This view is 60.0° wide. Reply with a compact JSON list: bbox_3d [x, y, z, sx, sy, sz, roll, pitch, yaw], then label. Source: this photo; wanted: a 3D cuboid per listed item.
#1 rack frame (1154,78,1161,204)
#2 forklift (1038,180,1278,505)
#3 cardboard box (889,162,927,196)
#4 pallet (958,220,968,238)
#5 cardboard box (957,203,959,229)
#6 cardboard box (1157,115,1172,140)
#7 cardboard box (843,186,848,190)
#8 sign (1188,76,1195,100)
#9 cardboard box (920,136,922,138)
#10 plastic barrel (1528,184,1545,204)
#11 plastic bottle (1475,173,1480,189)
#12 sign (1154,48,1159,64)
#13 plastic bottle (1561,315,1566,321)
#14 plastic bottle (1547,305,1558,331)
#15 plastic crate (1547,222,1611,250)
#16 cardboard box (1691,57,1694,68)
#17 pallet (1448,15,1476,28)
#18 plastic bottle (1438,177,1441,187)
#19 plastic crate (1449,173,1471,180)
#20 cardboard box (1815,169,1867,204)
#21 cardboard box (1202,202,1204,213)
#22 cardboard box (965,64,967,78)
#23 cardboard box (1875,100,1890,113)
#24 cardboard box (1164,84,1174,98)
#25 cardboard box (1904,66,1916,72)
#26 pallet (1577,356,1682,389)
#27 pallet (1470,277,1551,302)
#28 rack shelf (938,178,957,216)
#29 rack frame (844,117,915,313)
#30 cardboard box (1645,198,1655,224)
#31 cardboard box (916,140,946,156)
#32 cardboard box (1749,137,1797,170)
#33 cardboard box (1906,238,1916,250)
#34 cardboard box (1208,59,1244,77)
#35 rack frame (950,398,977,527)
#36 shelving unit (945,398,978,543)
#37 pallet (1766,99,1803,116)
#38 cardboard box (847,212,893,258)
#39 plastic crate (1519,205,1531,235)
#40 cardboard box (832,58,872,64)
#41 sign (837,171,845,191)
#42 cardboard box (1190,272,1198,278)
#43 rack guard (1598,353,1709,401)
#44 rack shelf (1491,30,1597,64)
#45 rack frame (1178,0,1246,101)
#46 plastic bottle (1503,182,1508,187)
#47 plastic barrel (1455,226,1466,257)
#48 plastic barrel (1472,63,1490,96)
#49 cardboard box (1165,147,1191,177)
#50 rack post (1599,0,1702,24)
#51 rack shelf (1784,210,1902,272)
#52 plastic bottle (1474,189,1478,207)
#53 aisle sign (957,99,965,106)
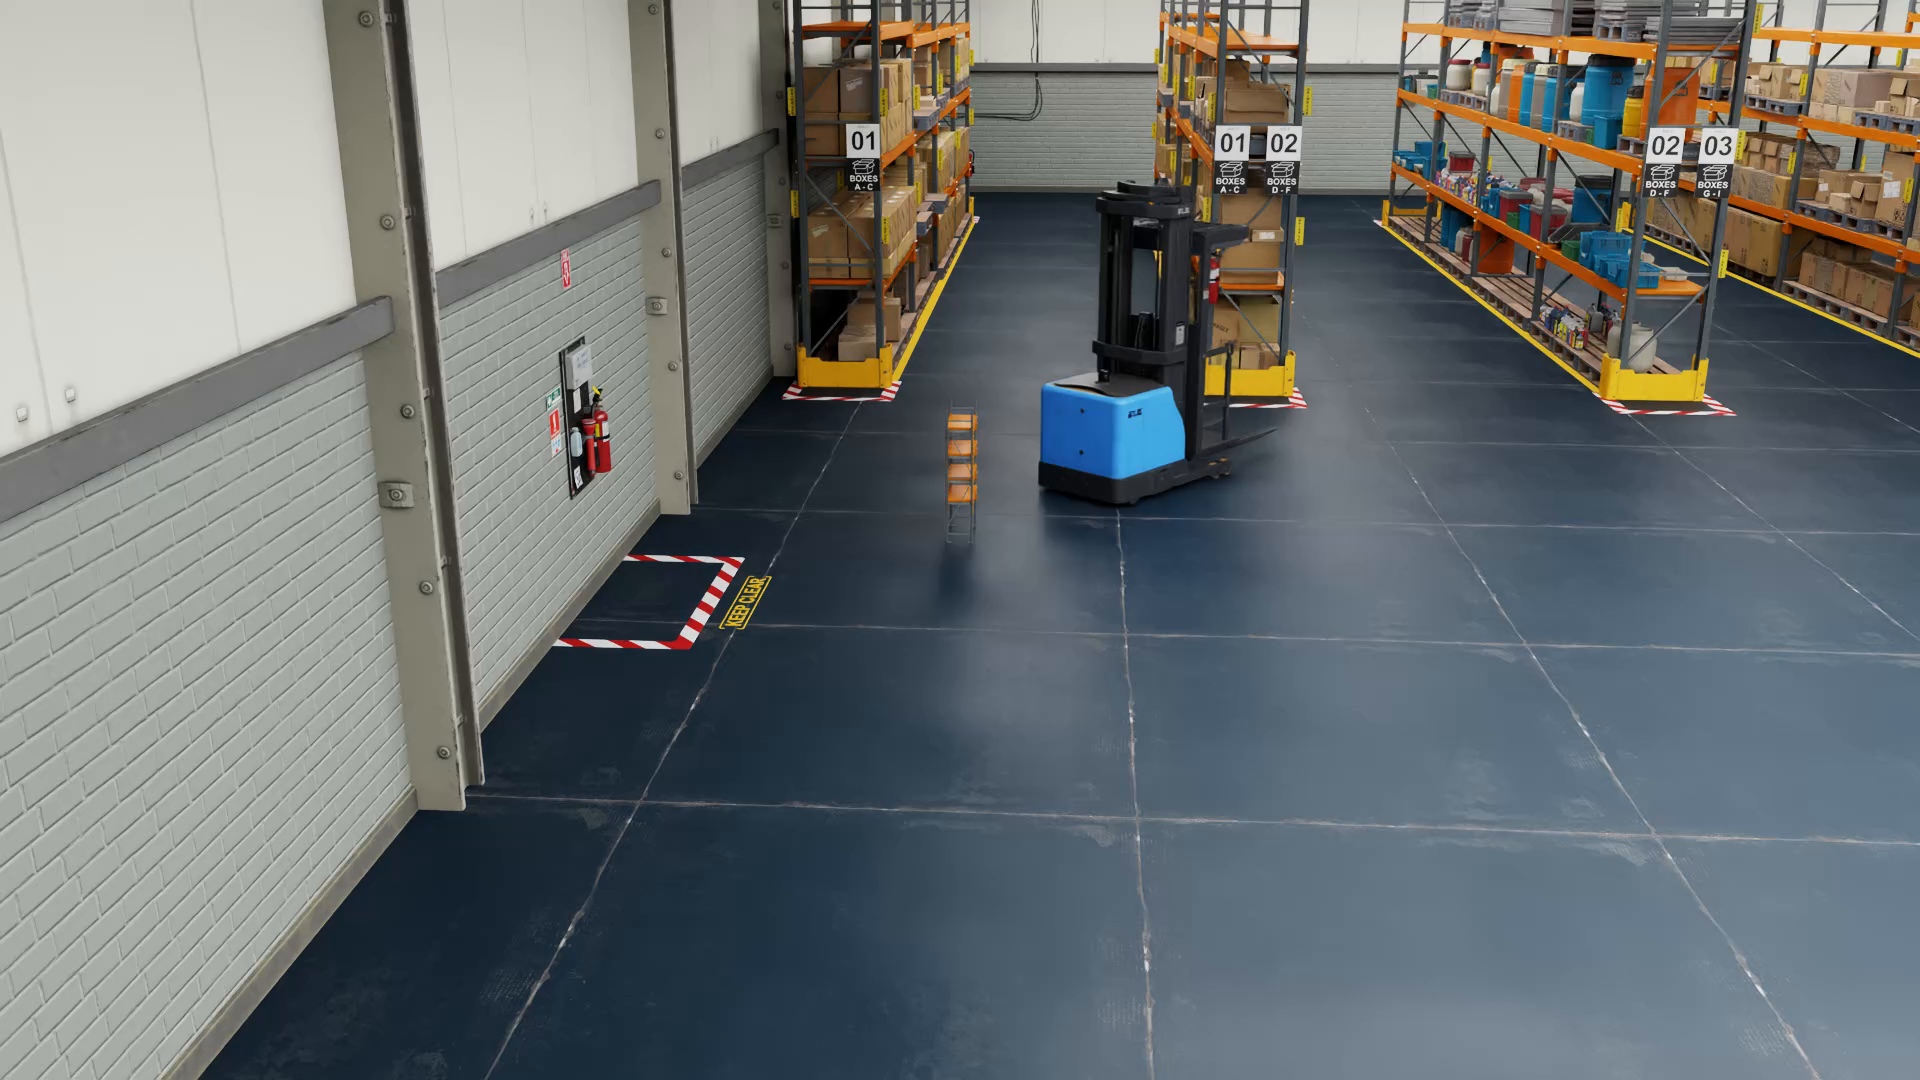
[{"bbox_3d":[4.640,-8.217,35.183,1.000,3.000,0.127,1,18,4],"label":"rack frame"},{"bbox_3d":[2.144,-2.110,16.656,1.130,2.935,3.031,16,24,40],"label":"forklift"},{"bbox_3d":[-0.898,-5.952,27.404,0.700,0.500,0.500,-1,18,-3],"label":"cardboard box"},{"bbox_3d":[-0.370,-6.373,34.035,1.003,0.211,1.213,1,18,4],"label":"pallet"},{"bbox_3d":[-0.392,-6.482,33.227,0.700,0.500,0.500,1,18,3],"label":"cardboard box"},{"bbox_3d":[4.316,-8.445,34.113,0.500,0.500,0.500,1,18,4],"label":"cardboard box"},{"bbox_3d":[-1.403,-4.753,23.615,0.500,0.500,0.500,1,18,3],"label":"cardboard box"},{"bbox_3d":[3.238,-6.320,23.240,0.100,0.325,0.005,1,18,4],"label":"sign"},{"bbox_3d":[-0.942,-7.183,30.154,0.500,0.250,0.500,1,18,2],"label":"cardboard box"},{"bbox_3d":[9.147,-5.350,26.253,0.421,0.512,0.421,0,18,0],"label":"plastic barrel"},{"bbox_3d":[9.398,-6.493,30.000,0.144,0.351,0.185,1,18,4],"label":"plastic bottle"},{"bbox_3d":[4.099,-10.070,34.617,0.100,0.325,0.005,1,18,4],"label":"sign"},{"bbox_3d":[8.262,-2.944,22.767,0.097,0.271,0.097,0,18,0],"label":"plastic bottle"},{"bbox_3d":[8.249,-3.087,23.075,0.144,0.351,0.185,2,18,5],"label":"plastic bottle"},{"bbox_3d":[8.556,-4.189,22.990,0.767,0.338,0.504,1,18,4],"label":"plastic crate"},{"bbox_3d":[14.453,-9.043,31.891,0.700,0.500,0.500,2,18,6],"label":"cardboard box"},{"bbox_3d":[9.265,-9.176,29.422,1.003,0.211,1.213,1,18,4],"label":"pallet"},{"bbox_3d":[8.843,-6.587,30.526,0.097,0.201,0.097,0,18,0],"label":"plastic bottle"},{"bbox_3d":[9.470,-6.908,31.514,0.396,0.136,0.243,1,18,4],"label":"plastic crate"},{"bbox_3d":[13.949,-5.589,26.327,0.500,0.500,0.500,-1,18,-3],"label":"cardboard box"},{"bbox_3d":[3.516,-4.527,22.720,0.380,0.149,0.250,1,18,3],"label":"cardboard box"},{"bbox_3d":[-0.125,-9.533,33.787,0.500,0.250,0.500,1,18,2],"label":"cardboard box"},{"bbox_3d":[13.695,-6.366,24.419,0.380,0.166,0.250,1,18,2],"label":"cardboard box"},{"bbox_3d":[4.123,-8.486,31.427,0.500,0.250,0.500,1,18,4],"label":"cardboard box"},{"bbox_3d":[19.170,-9.311,33.142,0.500,0.250,0.500,2,18,5],"label":"cardboard box"},{"bbox_3d":[8.456,-2.088,20.956,1.003,0.211,1.213,1,18,4],"label":"pallet"},{"bbox_3d":[8.913,-4.056,26.962,1.003,0.211,1.213,1,18,4],"label":"pallet"},{"bbox_3d":[-0.731,-6.121,29.942,1.077,0.370,4.000,1,18,4],"label":"rack shelf"},{"bbox_3d":[-1.161,-4.600,24.143,1.000,3.000,0.127,1,18,4],"label":"rack frame"},{"bbox_3d":[14.555,-6.984,34.158,0.875,0.875,0.875,1,18,4],"label":"cardboard box"},{"bbox_3d":[-0.515,-6.854,29.149,0.500,0.250,0.500,1,18,4],"label":"cardboard box"},{"bbox_3d":[14.107,-6.672,28.696,0.797,0.503,0.637,2,18,6],"label":"cardboard box"},{"bbox_3d":[13.345,-4.088,22.987,0.380,0.149,0.250,1,18,4],"label":"cardboard box"},{"bbox_3d":[3.882,-6.768,24.307,0.500,0.500,0.500,3,18,9],"label":"cardboard box"},{"bbox_3d":[0.029,-0.697,15.124,0.240,1.200,0.015,1,18,4],"label":"rack frame"},{"bbox_3d":[0.012,-0.622,14.893,0.258,1.200,0.503,1,18,4],"label":"shelving unit"},{"bbox_3d":[13.941,-7.047,27.098,1.213,0.211,1.003,2,18,6],"label":"pallet"},{"bbox_3d":[-1.114,-3.793,20.687,0.500,0.500,0.500,1,18,4],"label":"cardboard box"},{"bbox_3d":[8.489,-4.720,24.537,0.392,0.384,0.575,1,18,4],"label":"plastic crate"},{"bbox_3d":[-1.481,-6.411,23.057,0.500,0.500,0.500,2,18,5],"label":"cardboard box"},{"bbox_3d":[-1.715,-5.161,23.997,0.100,0.325,0.005,1,18,4],"label":"sign"},{"bbox_3d":[3.407,-3.447,23.162,0.500,0.500,0.500,1,18,4],"label":"cardboard box"},{"bbox_3d":[8.392,-1.973,20.141,1.175,0.500,0.348,1,18,4],"label":"rack guard"},{"bbox_3d":[8.864,-7.319,24.604,1.077,0.370,4.000,1,18,4],"label":"rack shelf"},{"bbox_3d":[4.067,-8.583,26.666,1.000,3.000,0.127,1,18,4],"label":"rack frame"},{"bbox_3d":[9.479,-6.081,28.870,0.097,0.271,0.097,0,18,0],"label":"plastic bottle"},{"bbox_3d":[9.058,-5.319,29.658,0.421,0.512,0.421,0,18,0],"label":"plastic barrel"},{"bbox_3d":[8.984,-7.864,28.397,0.433,0.535,0.433,0,18,0],"label":"plastic barrel"},{"bbox_3d":[4.111,-6.865,30.221,0.700,0.500,0.500,4,19,13],"label":"cardboard box"},{"bbox_3d":[8.541,-6.554,20.593,0.937,0.300,0.954,1,18,3],"label":"rack post"},{"bbox_3d":[13.804,-4.547,25.138,1.077,0.370,4.000,1,18,4],"label":"rack shelf"},{"bbox_3d":[8.611,-5.700,27.690,0.061,0.283,0.133,1,18,4],"label":"plastic bottle"},{"bbox_3d":[0.004,-9.578,35.160,0.394,0.787,0.004,1,18,4],"label":"aisle sign"}]
